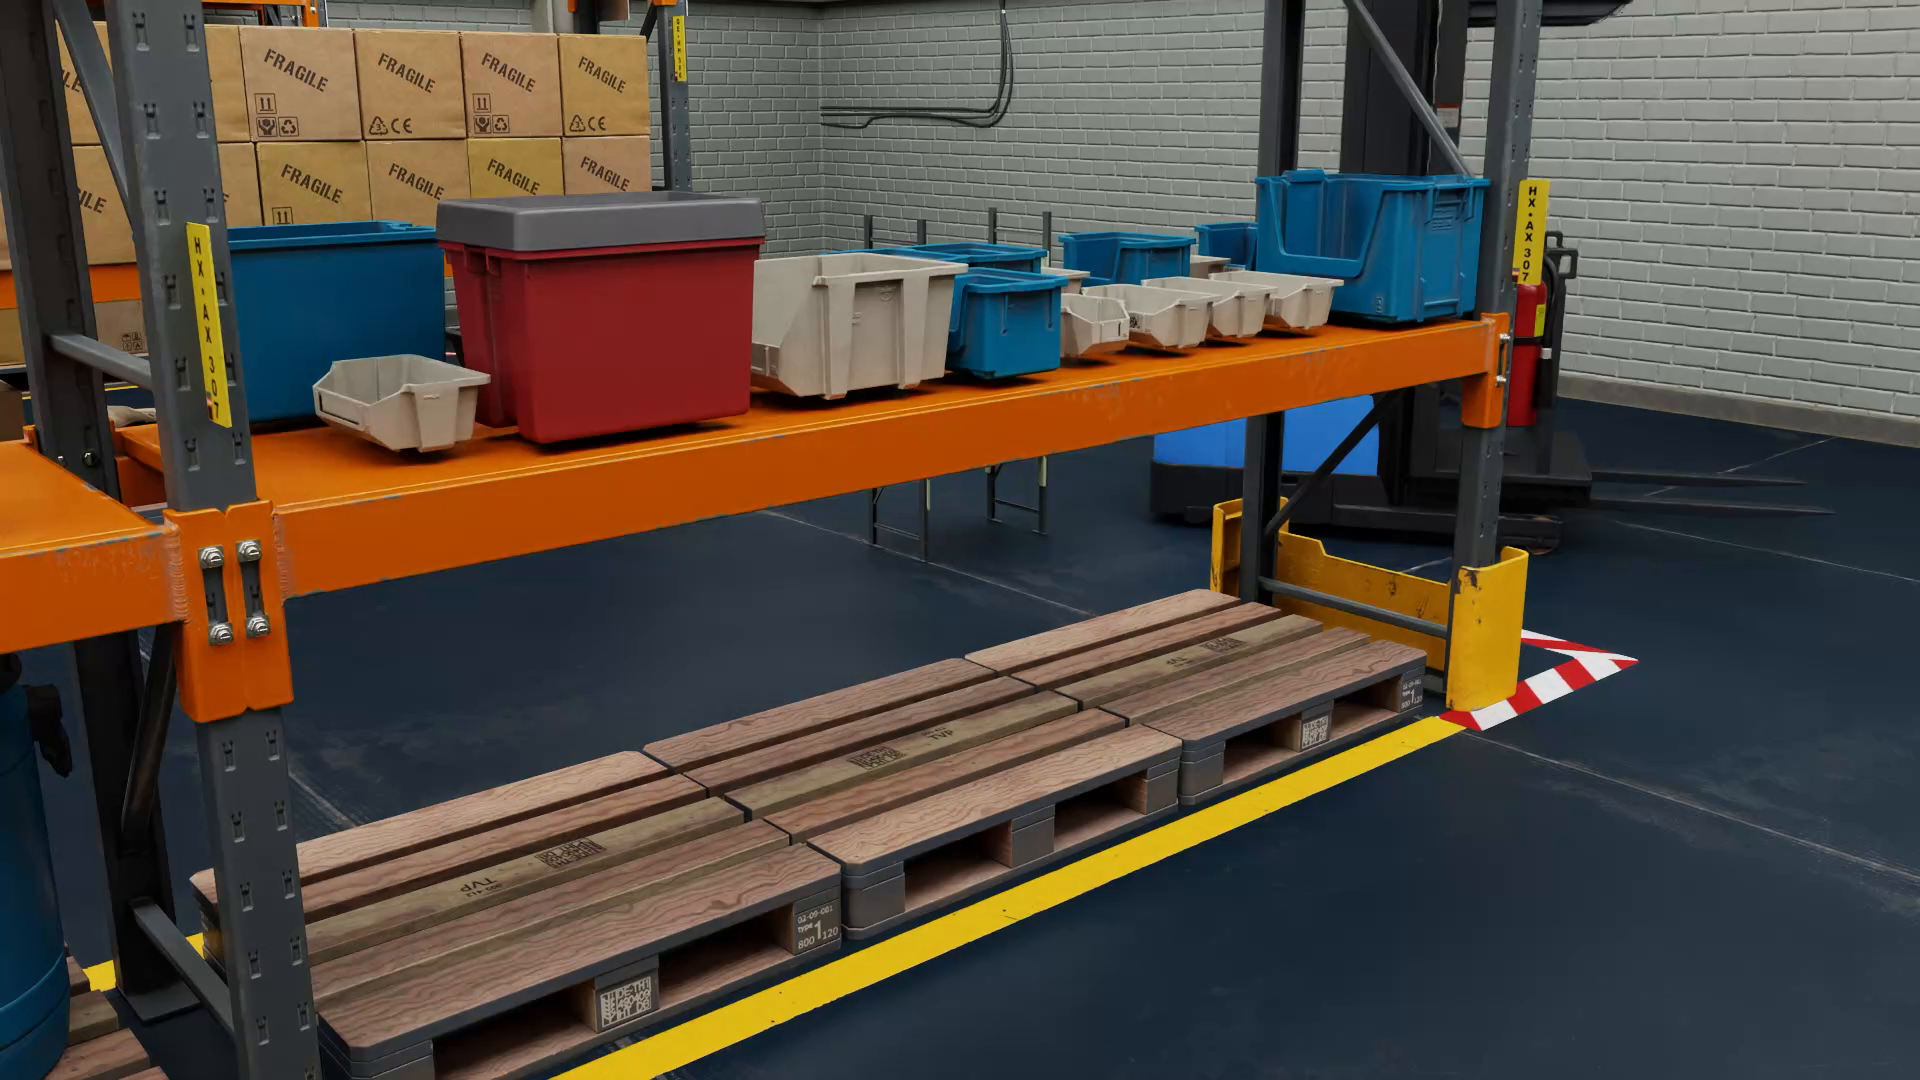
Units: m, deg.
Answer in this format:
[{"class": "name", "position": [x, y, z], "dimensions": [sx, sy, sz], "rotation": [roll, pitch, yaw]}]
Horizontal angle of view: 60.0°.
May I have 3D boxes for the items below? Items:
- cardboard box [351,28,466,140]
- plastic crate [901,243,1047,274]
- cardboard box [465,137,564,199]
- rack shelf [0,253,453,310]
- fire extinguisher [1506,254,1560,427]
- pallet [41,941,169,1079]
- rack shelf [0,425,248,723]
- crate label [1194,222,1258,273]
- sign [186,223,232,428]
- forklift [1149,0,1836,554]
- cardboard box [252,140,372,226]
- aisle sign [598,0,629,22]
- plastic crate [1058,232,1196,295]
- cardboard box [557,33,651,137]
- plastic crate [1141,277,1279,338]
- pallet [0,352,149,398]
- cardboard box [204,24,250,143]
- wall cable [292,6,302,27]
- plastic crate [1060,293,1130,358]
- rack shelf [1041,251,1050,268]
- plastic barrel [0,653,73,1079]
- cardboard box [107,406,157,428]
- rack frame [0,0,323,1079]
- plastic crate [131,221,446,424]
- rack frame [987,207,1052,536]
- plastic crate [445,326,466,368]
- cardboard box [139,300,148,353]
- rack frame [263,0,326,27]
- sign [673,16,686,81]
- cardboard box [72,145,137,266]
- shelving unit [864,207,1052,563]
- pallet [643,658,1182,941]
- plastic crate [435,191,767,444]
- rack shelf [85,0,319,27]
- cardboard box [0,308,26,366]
[{"class": "cardboard box", "position": [-2.738, -2.193, 8.018], "dimensions": [0.500, 0.500, 0.500], "rotation": [-12, 19, -38]}, {"class": "plastic crate", "position": [0.039, -0.748, 4.945], "dimensions": [0.300, 0.233, 0.416], "rotation": [-13, 19, -39]}, {"class": "cardboard box", "position": [-2.363, -1.796, 8.469], "dimensions": [0.500, 0.500, 0.500], "rotation": [-12, 19, -39]}, {"class": "rack shelf", "position": [-3.323, -1.279, 8.120], "dimensions": [4.000, 0.370, 1.077], "rotation": [-13, 19, -39]}, {"class": "fire extinguisher", "position": [1.847, -0.720, 5.506], "dimensions": [0.183, 0.674, 0.296], "rotation": [-13, 19, -39]}, {"class": "pallet", "position": [-2.192, 1.147, 3.047], "dimensions": [1.213, 0.211, 1.003], "rotation": [-13, 19, -39]}, {"class": "rack shelf", "position": [-3.092, 0.363, 1.971], "dimensions": [4.000, 0.370, 1.077], "rotation": [-13, 19, -39]}, {"class": "crate label", "position": [1.032, -0.971, 5.780], "dimensions": [0.303, 0.233, 0.416], "rotation": [-13, 19, -39]}, {"class": "sign", "position": [-1.223, -0.349, 2.709], "dimensions": [0.005, 0.325, 0.100], "rotation": [-13, 19, -39]}, {"class": "forklift", "position": [2.492, -1.506, 7.708], "dimensions": [3.031, 2.935, 1.130], "rotation": [4, 16, 15]}, {"class": "cardboard box", "position": [-3.123, -1.628, 7.837], "dimensions": [0.500, 0.500, 0.500], "rotation": [-13, 20, -40]}, {"class": "aisle sign", "position": [-1.956, -3.290, 9.218], "dimensions": [0.004, 0.787, 0.394], "rotation": [-13, 19, -39]}, {"class": "plastic crate", "position": [0.535, -0.859, 5.363], "dimensions": [0.300, 0.233, 0.416], "rotation": [-13, 19, -39]}, {"class": "cardboard box", "position": [-1.970, -2.368, 8.671], "dimensions": [0.500, 0.500, 0.500], "rotation": [-13, 20, -40]}, {"class": "plastic crate", "position": [0.710, -0.682, 4.887], "dimensions": [0.243, 0.136, 0.396], "rotation": [-13, 19, -39]}, {"class": "pallet", "position": [-6.541, -1.226, 11.930], "dimensions": [1.213, 0.211, 1.003], "rotation": [-13, 19, -39]}, {"class": "cardboard box", "position": [-3.515, -2.019, 7.364], "dimensions": [0.500, 0.500, 0.500], "rotation": [-13, 20, -41]}, {"class": "wall cable", "position": [-4.724, -3.821, 14.274], "dimensions": [1.851, 1.984, 0.084], "rotation": [-13, 19, -39]}, {"class": "plastic crate", "position": [0.305, -0.577, 4.491], "dimensions": [0.250, 0.136, 0.298], "rotation": [-13, 19, -39]}, {"class": "rack shelf", "position": [-0.005, -1.100, 7.451], "dimensions": [0.720, 0.370, 0.431], "rotation": [-13, 19, -39]}, {"class": "plastic barrel", "position": [-2.005, 0.577, 3.030], "dimensions": [0.708, 0.901, 0.600], "rotation": [-13, 19, -39]}, {"class": "cardboard box", "position": [-4.022, -0.480, 8.093], "dimensions": [0.500, 0.311, 0.500], "rotation": [-13, 19, -39]}, {"class": "rack frame", "position": [-1.583, -0.323, 3.146], "dimensions": [0.127, 3.000, 1.000], "rotation": [-13, 19, -39]}, {"class": "plastic crate", "position": [-1.455, -0.490, 3.685], "dimensions": [0.575, 0.384, 0.392], "rotation": [-13, 19, -39]}, {"class": "rack frame", "position": [0.271, -0.785, 7.784], "dimensions": [0.023, 1.500, 0.400], "rotation": [-13, 19, -39]}, {"class": "plastic crate", "position": [-0.915, -0.461, 4.080], "dimensions": [0.590, 0.125, 0.437], "rotation": [-13, 19, -39]}, {"class": "cardboard box", "position": [-5.909, -1.702, 12.338], "dimensions": [0.500, 0.500, 0.700], "rotation": [-13, 20, -40]}, {"class": "rack frame", "position": [-5.069, -2.929, 12.904], "dimensions": [0.127, 3.000, 1.000], "rotation": [-13, 19, -39]}, {"class": "sign", "position": [-1.465, -2.566, 8.688], "dimensions": [0.005, 0.325, 0.100], "rotation": [-13, 19, -39]}, {"class": "cardboard box", "position": [-3.884, -1.457, 7.198], "dimensions": [0.500, 0.500, 0.500], "rotation": [-12, 19, -38]}, {"class": "shelving unit", "position": [-0.005, -0.723, 7.552], "dimensions": [0.755, 1.500, 0.431], "rotation": [-13, 19, -39]}, {"class": "pallet", "position": [-0.133, 0.684, 4.779], "dimensions": [1.213, 0.211, 1.003], "rotation": [-13, 19, -39]}, {"class": "plastic crate", "position": [-0.745, -0.485, 3.514], "dimensions": [0.583, 0.464, 0.402], "rotation": [-13, 19, -39]}, {"class": "rack shelf", "position": [-6.578, -3.692, 11.341], "dimensions": [4.000, 0.370, 1.077], "rotation": [-13, 19, -39]}, {"class": "cardboard box", "position": [-6.685, -1.525, 11.675], "dimensions": [0.500, 0.500, 0.700], "rotation": [-12, 19, -38]}]
